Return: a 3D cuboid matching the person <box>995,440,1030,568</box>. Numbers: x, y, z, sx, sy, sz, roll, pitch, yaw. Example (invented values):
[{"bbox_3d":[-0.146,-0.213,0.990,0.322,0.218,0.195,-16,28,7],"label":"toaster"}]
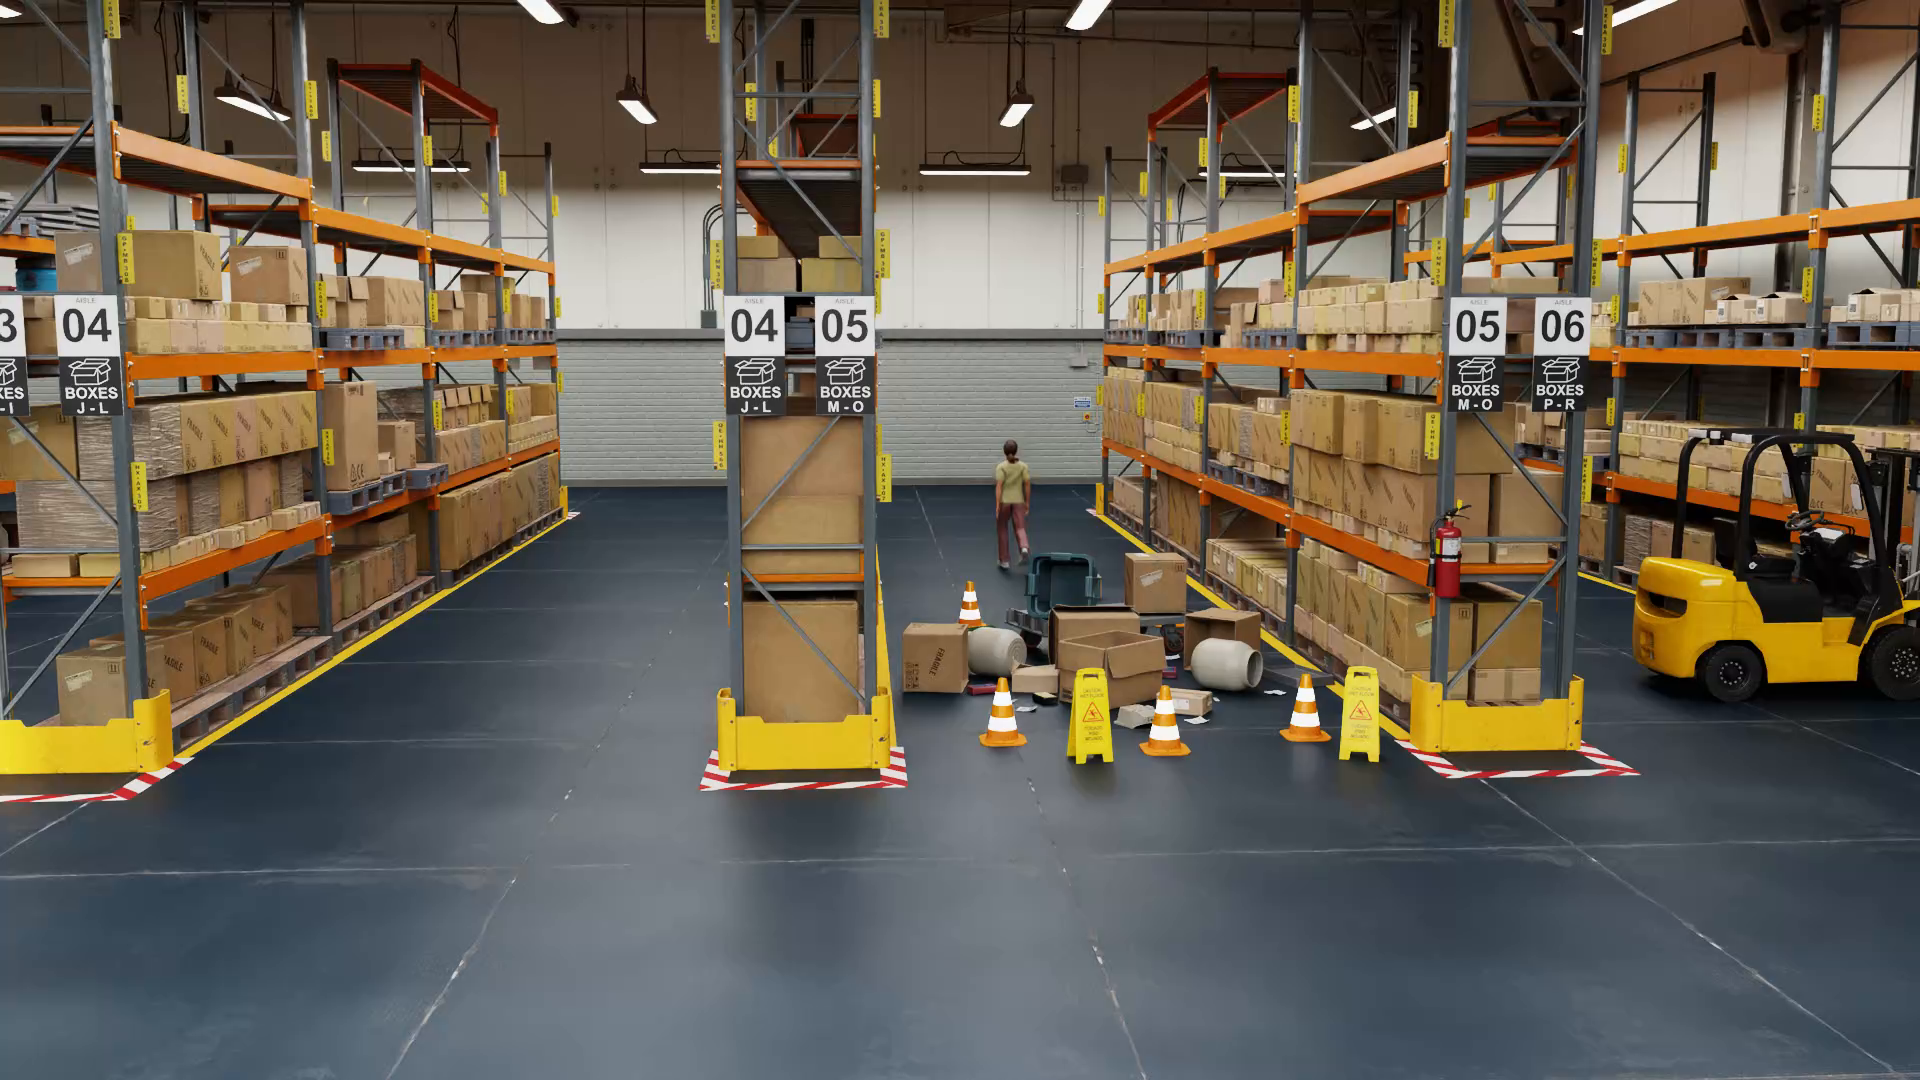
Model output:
[{"bbox_3d":[0.661,-0.443,20.866,0.456,1.635,0.866,-1,7,-9],"label":"person"}]
